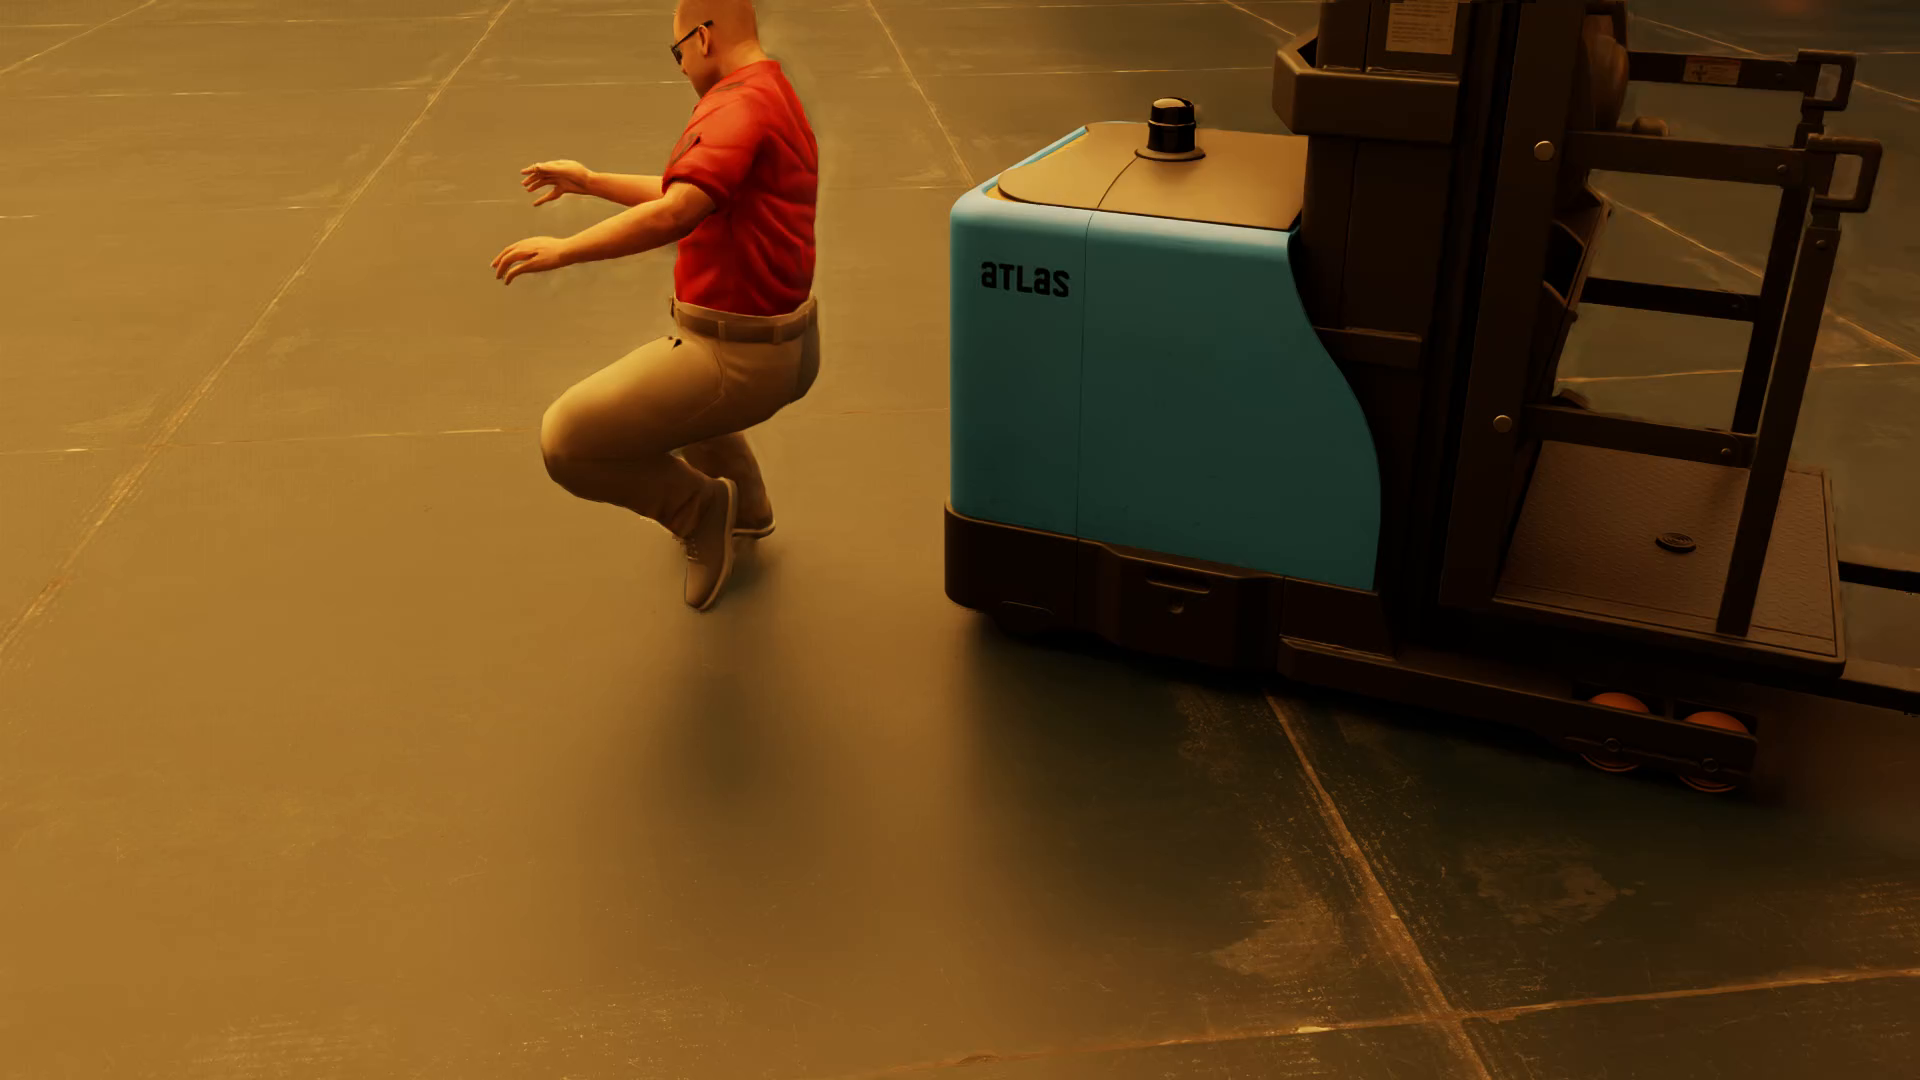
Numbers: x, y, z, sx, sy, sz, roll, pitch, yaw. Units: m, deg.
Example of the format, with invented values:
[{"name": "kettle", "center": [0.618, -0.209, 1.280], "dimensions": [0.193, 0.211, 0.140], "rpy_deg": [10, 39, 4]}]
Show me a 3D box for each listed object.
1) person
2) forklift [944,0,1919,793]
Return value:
[{"name": "person", "center": [-0.721, -0.537, 3.911], "dimensions": [0.798, 1.477, 0.883], "rpy_deg": [5, 26, 10]}, {"name": "forklift", "center": [1.526, -1.052, 3.412], "dimensions": [3.031, 2.935, 1.130], "rpy_deg": [11, 28, 21]}]
